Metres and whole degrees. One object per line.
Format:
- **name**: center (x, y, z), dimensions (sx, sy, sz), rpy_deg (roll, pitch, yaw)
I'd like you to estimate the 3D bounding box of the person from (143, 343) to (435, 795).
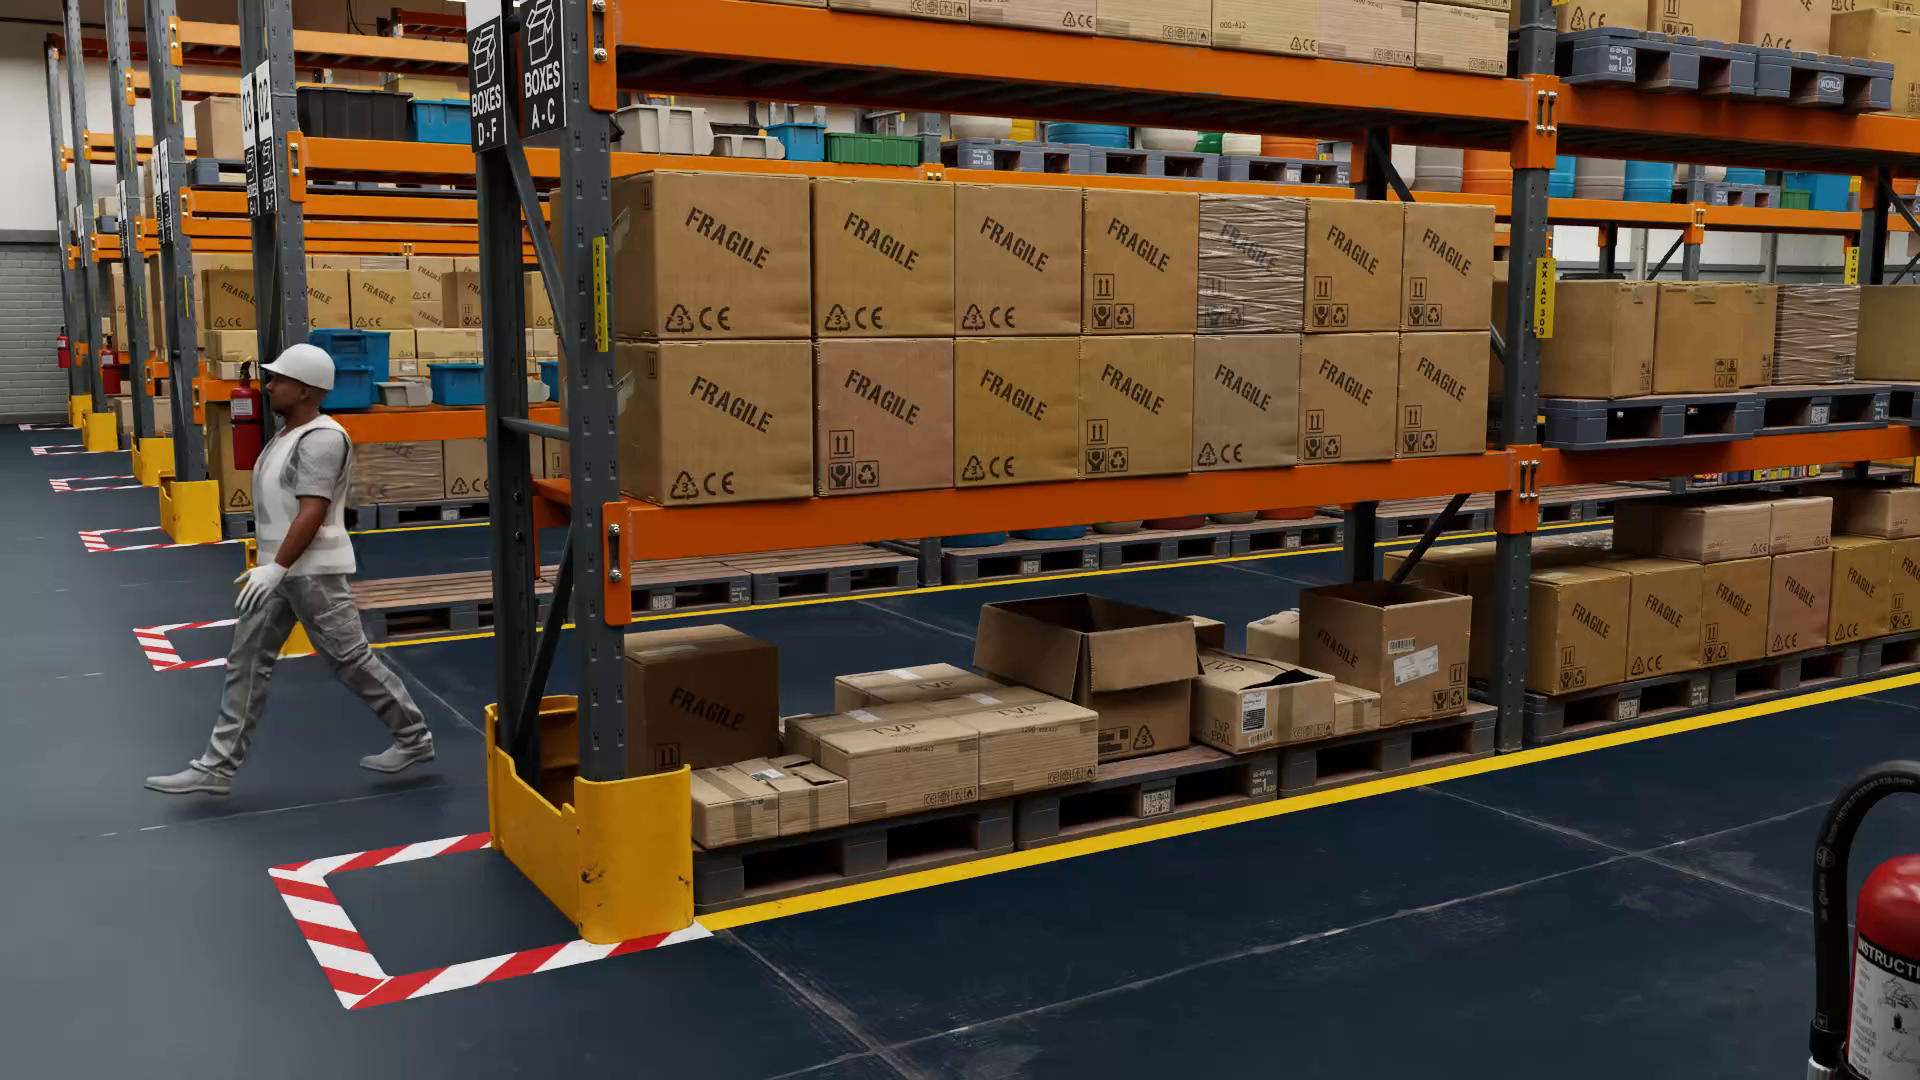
- **person**: center (-2.587, 0.119, 6.385), dimensions (1.054, 1.733, 0.553), rpy_deg (-6, 10, -37)
